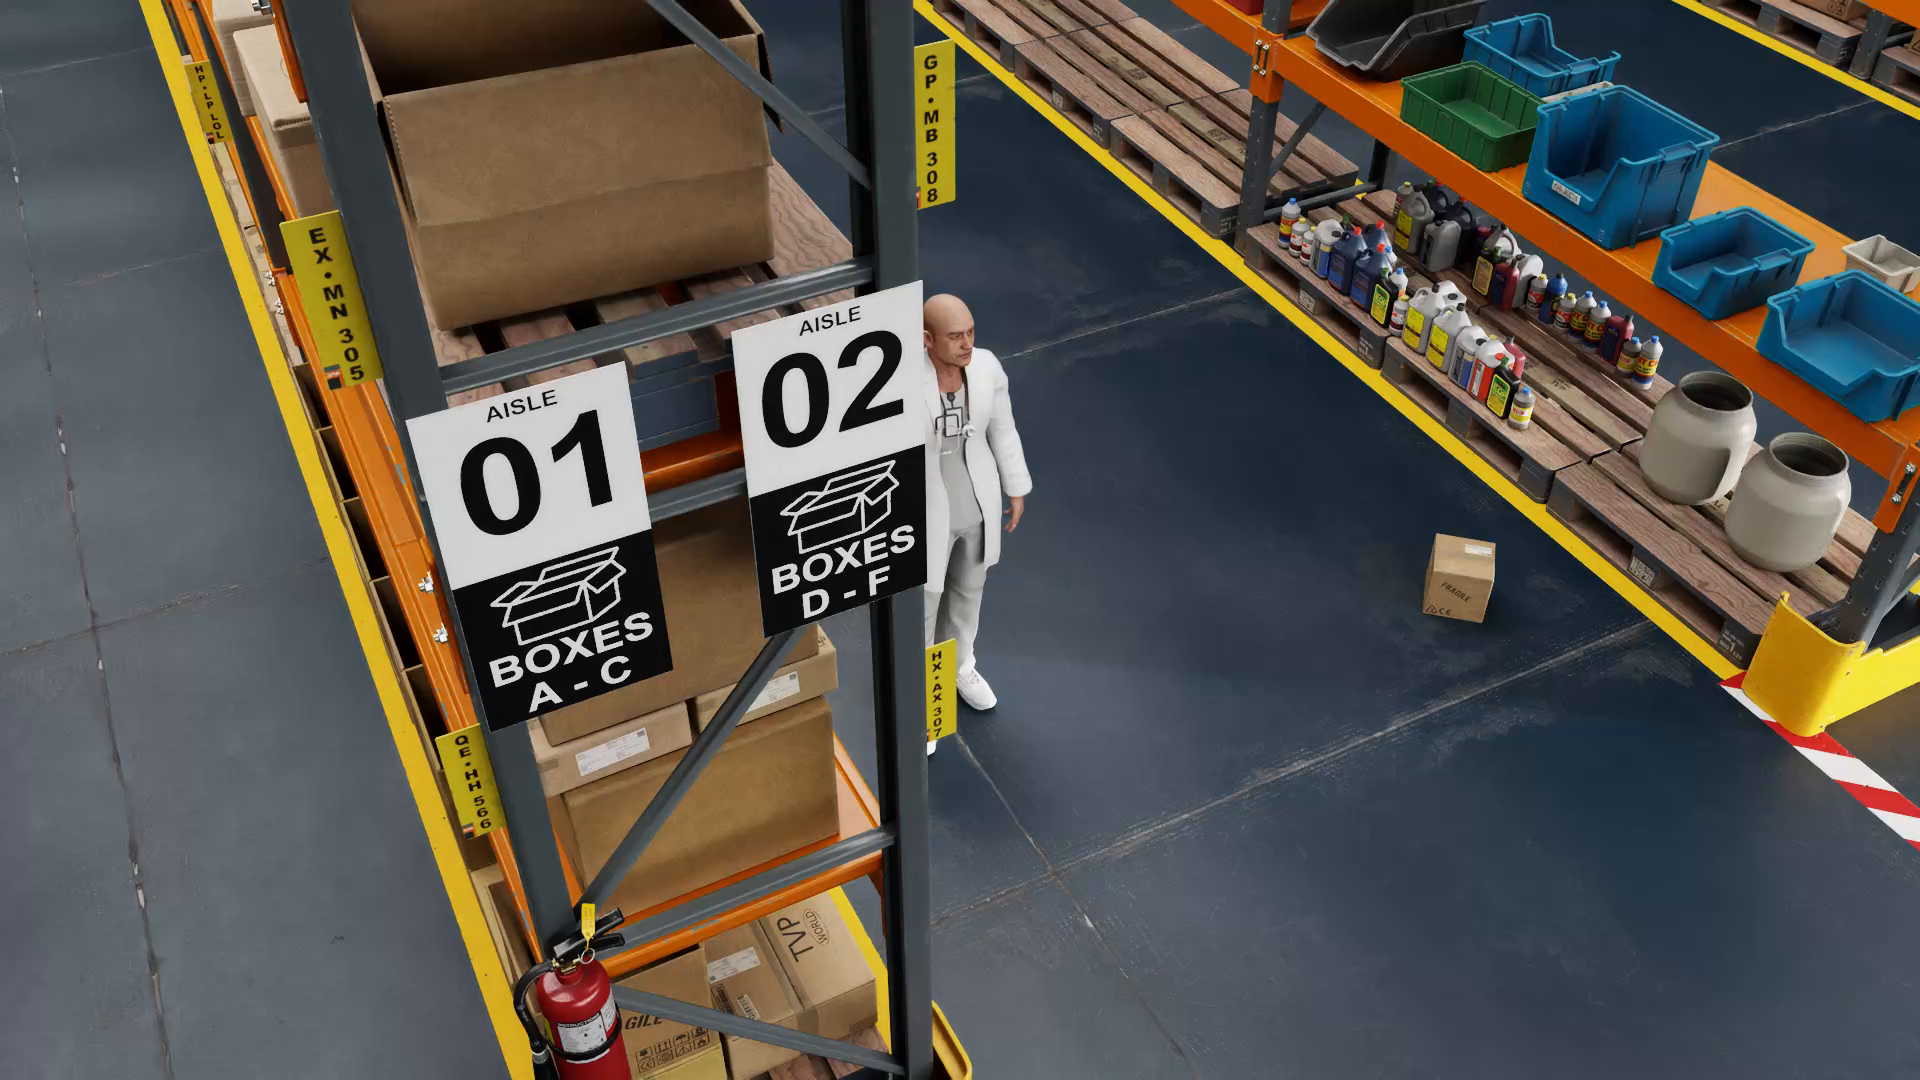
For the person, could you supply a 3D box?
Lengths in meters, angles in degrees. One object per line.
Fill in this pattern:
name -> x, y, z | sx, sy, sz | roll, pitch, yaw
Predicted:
person -> -0.009, -0.059, 6.224 | 0.695, 1.777, 0.579 | -19, 44, -20
